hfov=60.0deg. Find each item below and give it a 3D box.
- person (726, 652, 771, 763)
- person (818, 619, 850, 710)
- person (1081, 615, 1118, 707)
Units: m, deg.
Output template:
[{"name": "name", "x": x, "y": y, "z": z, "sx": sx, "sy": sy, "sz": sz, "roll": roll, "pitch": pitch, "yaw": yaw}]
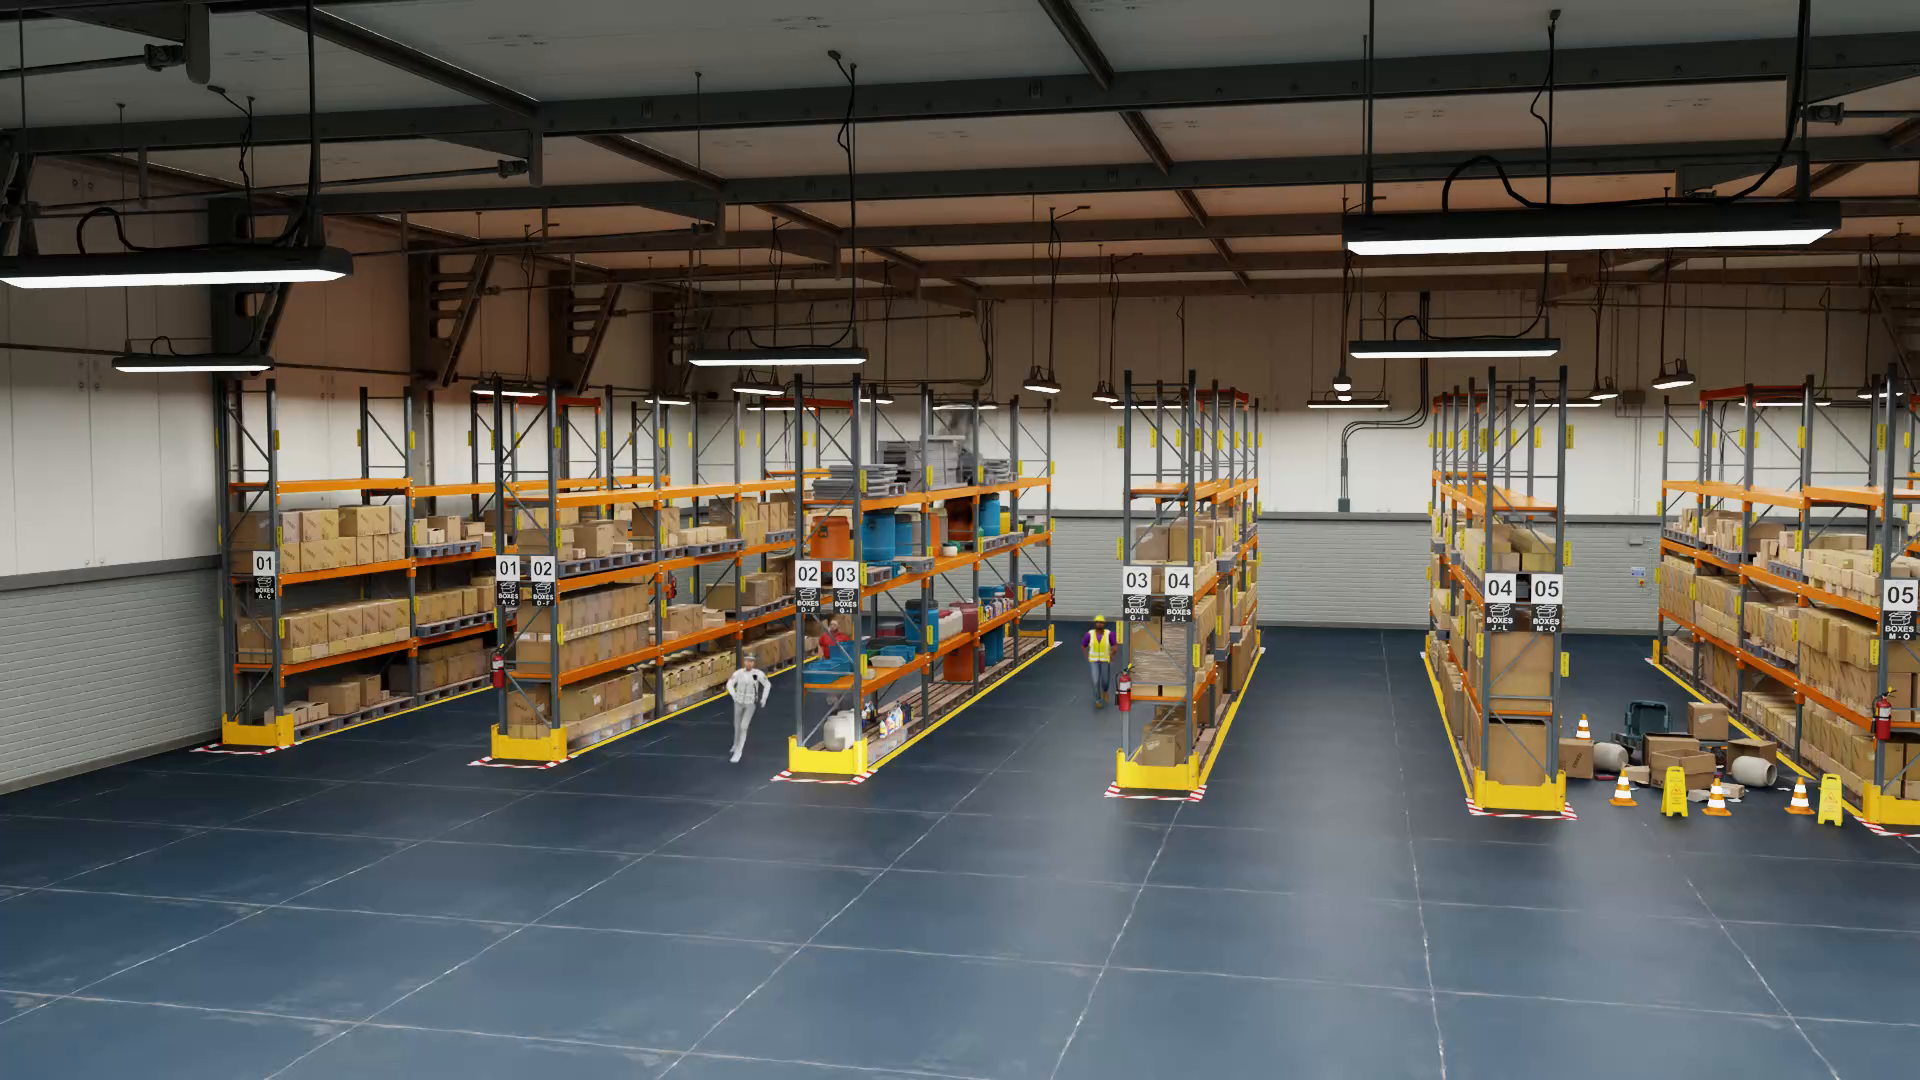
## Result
[{"name": "person", "x": -3.356, "y": 2.601, "z": 26.127, "sx": 0.678, "sy": 1.705, "sz": 0.825, "roll": 0, "pitch": 3, "yaw": 8}, {"name": "person", "x": -2.349, "y": 2.313, "z": 30.806, "sx": 0.665, "sy": 1.685, "sz": 0.593, "roll": 1, "pitch": 3, "yaw": 10}, {"name": "person", "x": 2.613, "y": 2.271, "z": 31.187, "sx": 0.696, "sy": 1.718, "sz": 0.605, "roll": 0, "pitch": 3, "yaw": 6}]
